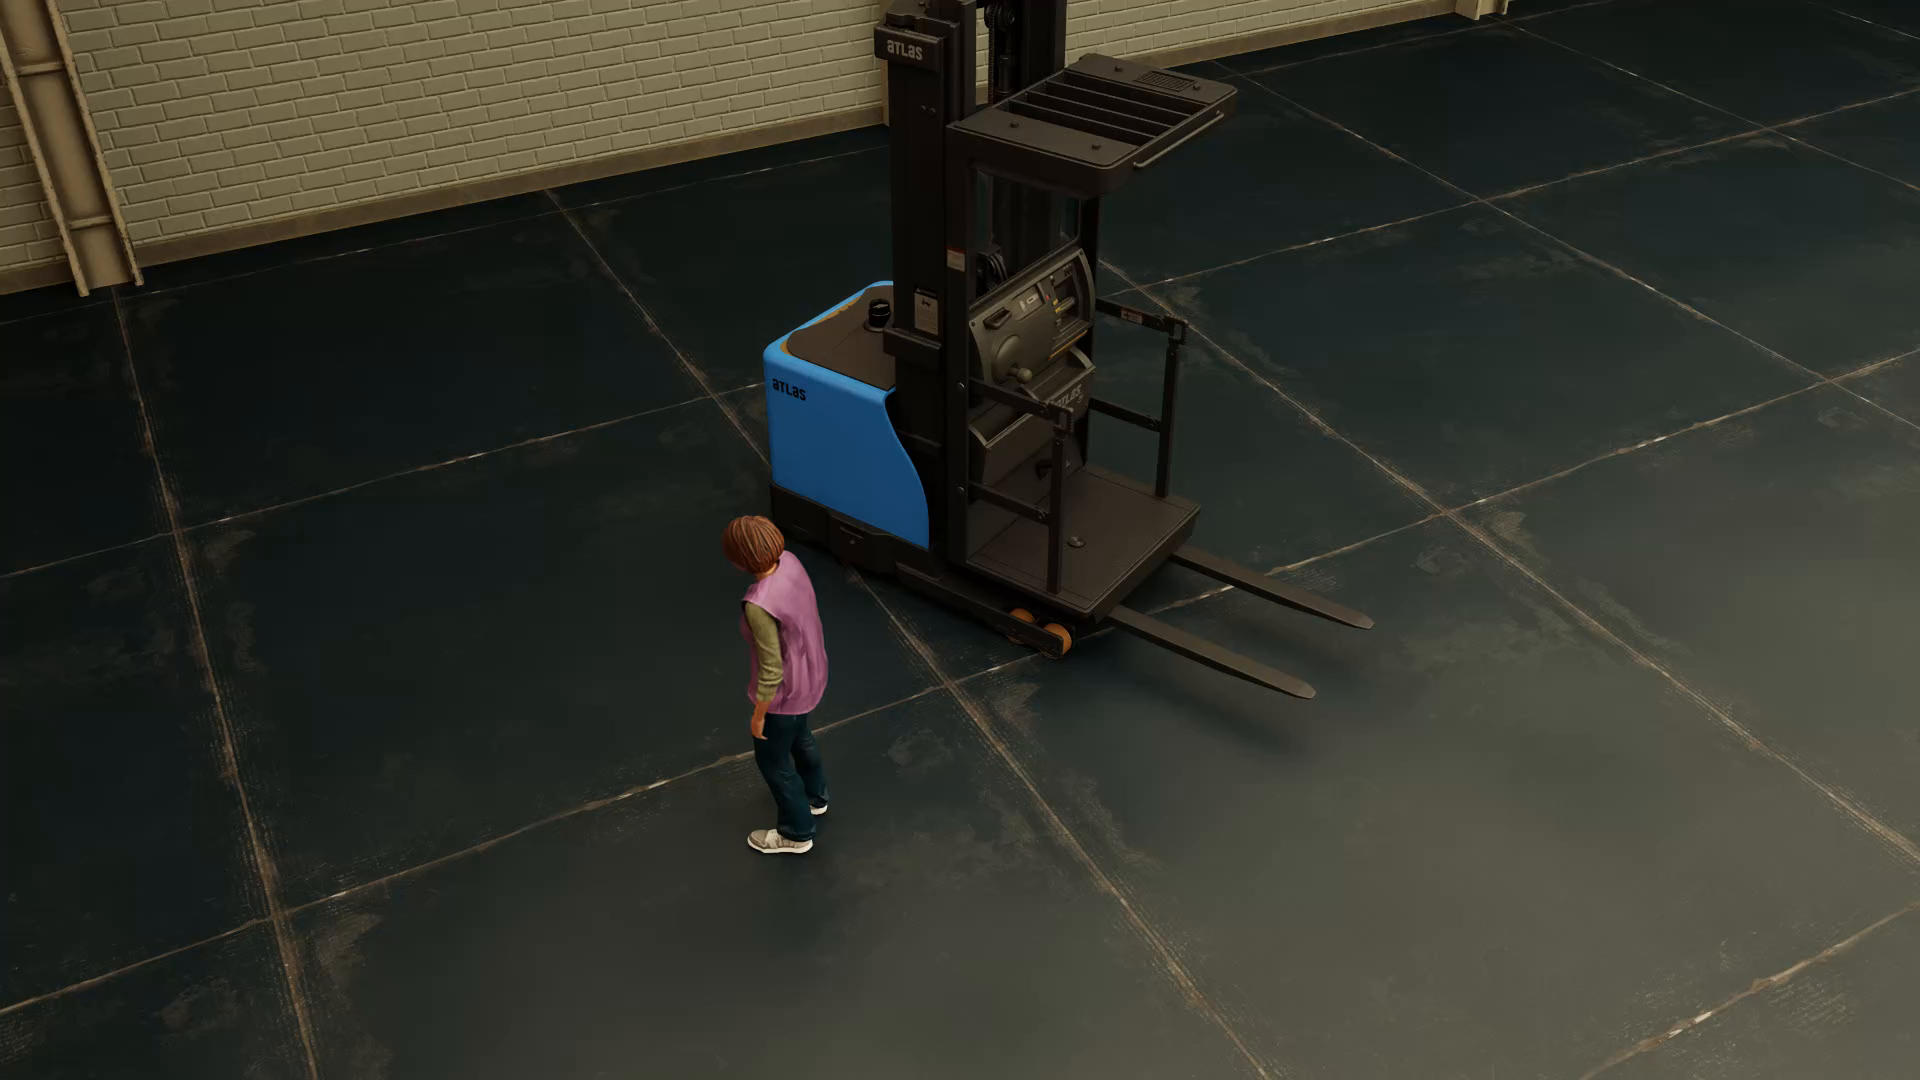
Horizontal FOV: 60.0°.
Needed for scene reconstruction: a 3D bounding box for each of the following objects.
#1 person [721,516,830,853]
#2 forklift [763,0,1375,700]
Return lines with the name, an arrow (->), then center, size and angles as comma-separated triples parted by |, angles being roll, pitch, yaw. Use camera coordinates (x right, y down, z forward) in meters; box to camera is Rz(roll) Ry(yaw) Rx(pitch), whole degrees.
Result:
person -> -0.692, 0.568, 6.480 | 0.343, 1.593, 0.487 | 8, 36, 11
forklift -> 0.508, -0.985, 7.517 | 3.031, 2.935, 1.130 | 23, 41, 29
